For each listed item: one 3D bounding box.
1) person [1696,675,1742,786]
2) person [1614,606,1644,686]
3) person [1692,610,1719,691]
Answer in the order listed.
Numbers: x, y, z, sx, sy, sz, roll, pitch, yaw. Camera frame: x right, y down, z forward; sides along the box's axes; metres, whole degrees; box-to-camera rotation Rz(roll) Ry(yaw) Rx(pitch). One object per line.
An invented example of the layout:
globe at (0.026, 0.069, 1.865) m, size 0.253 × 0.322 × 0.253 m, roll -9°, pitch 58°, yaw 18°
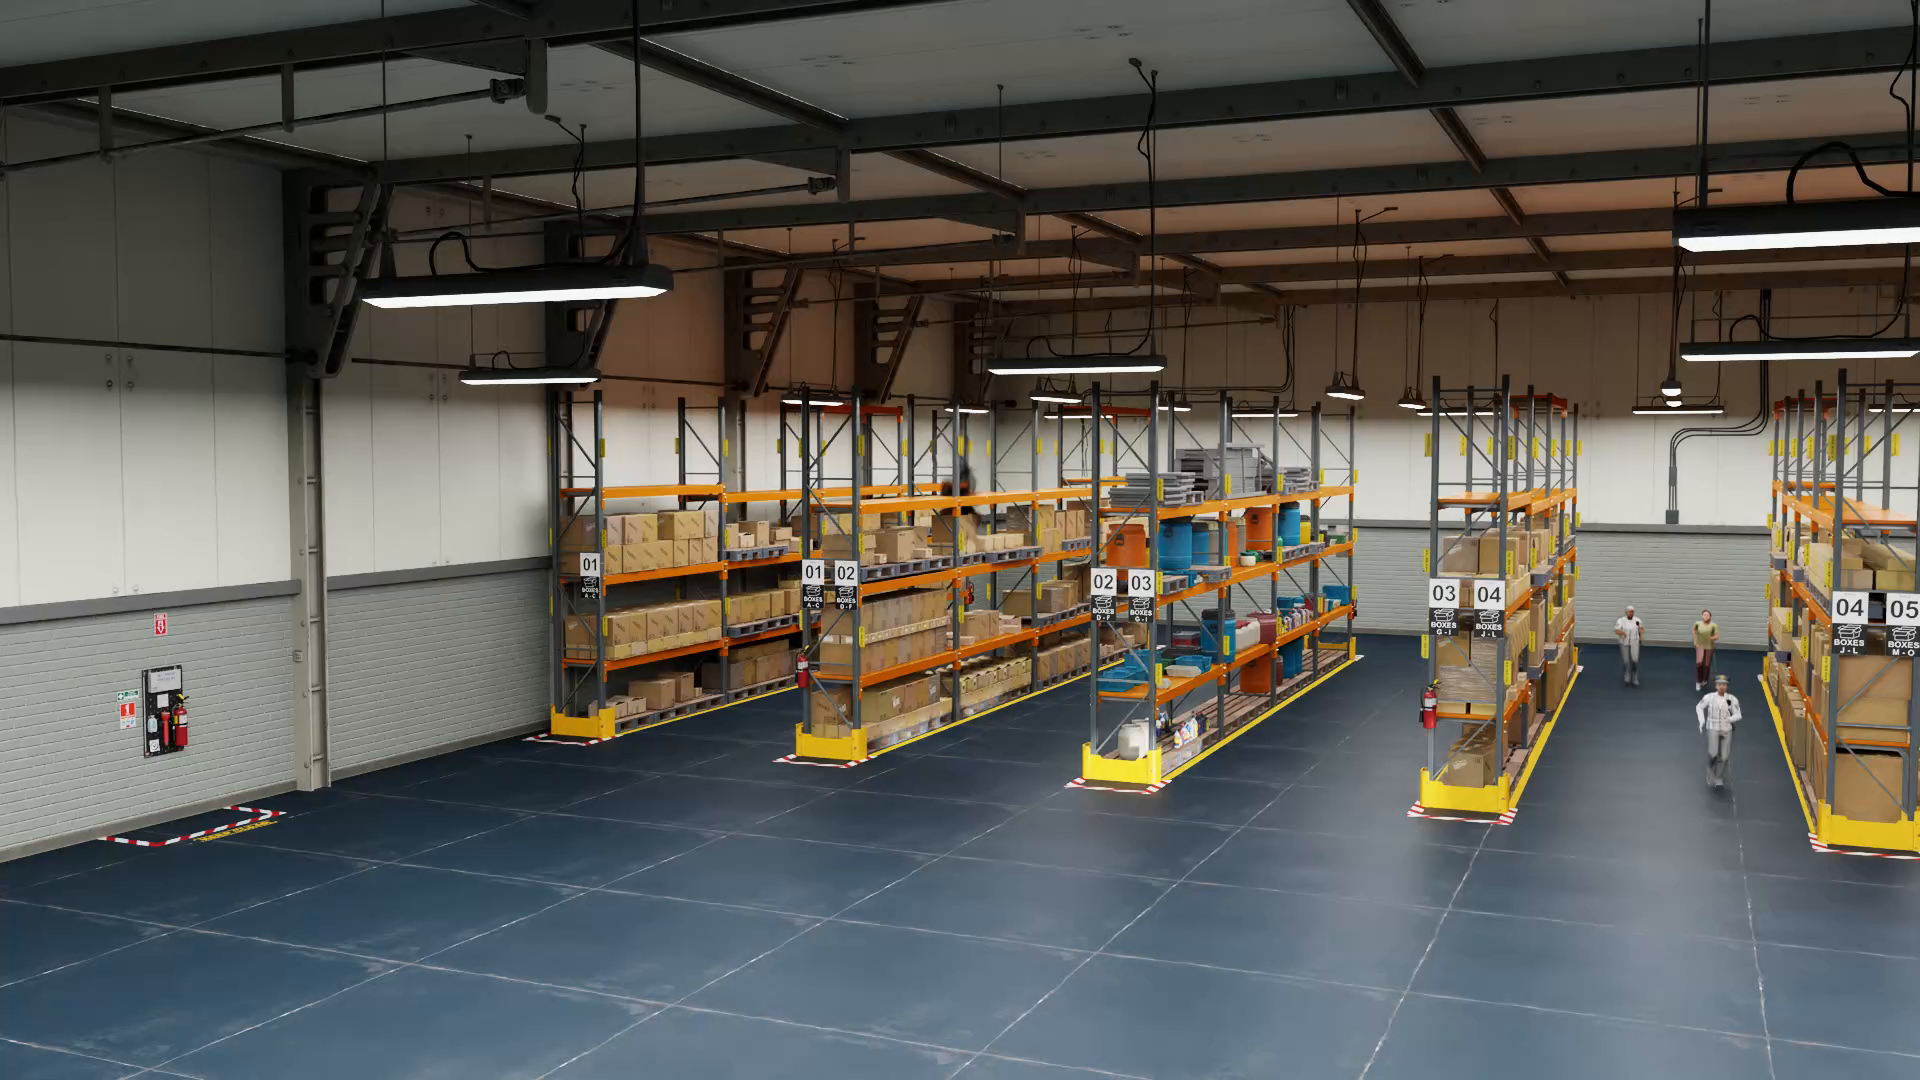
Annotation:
person at (11.156, 2.805, 24.431) m, size 0.593 × 1.660 × 0.624 m, roll 1°, pitch 3°, yaw 19°
person at (14.175, 2.247, 35.234) m, size 0.587 × 1.715 × 0.726 m, roll 1°, pitch 3°, yaw 22°
person at (15.489, 2.281, 34.547) m, size 0.501 × 1.700 × 0.818 m, roll 1°, pitch 3°, yaw 21°
